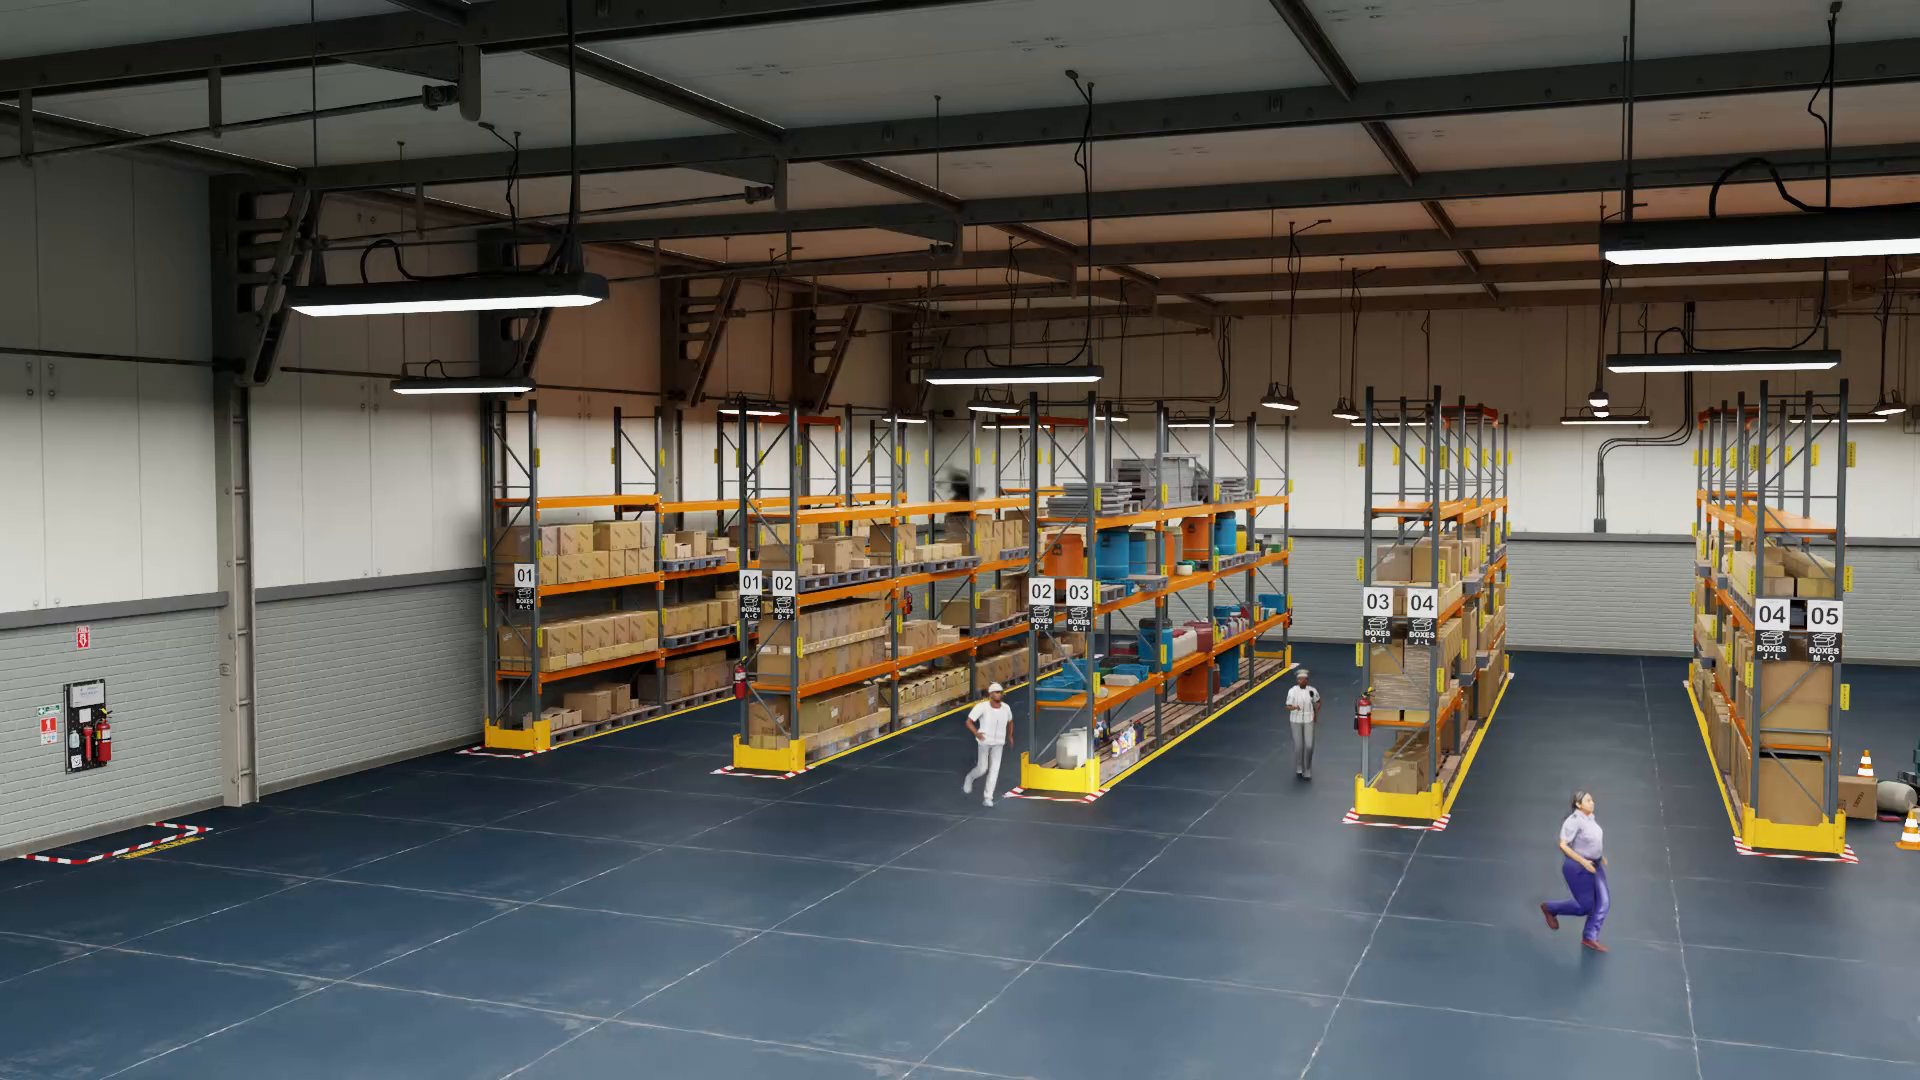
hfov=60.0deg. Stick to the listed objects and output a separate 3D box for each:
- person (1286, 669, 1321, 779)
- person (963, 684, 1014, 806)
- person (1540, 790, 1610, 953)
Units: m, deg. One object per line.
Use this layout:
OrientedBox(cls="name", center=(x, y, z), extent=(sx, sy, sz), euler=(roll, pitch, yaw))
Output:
OrientedBox(cls="person", center=(5.375, 2.882, 26.006), extent=(0.558, 1.728, 0.667), euler=(0, 3, 10))
OrientedBox(cls="person", center=(0.474, 2.948, 24.177), extent=(0.764, 1.719, 0.866), euler=(-1, 3, -20))
OrientedBox(cls="person", center=(6.352, 3.374, 17.066), extent=(0.608, 1.612, 0.685), euler=(-3, 4, -42))
